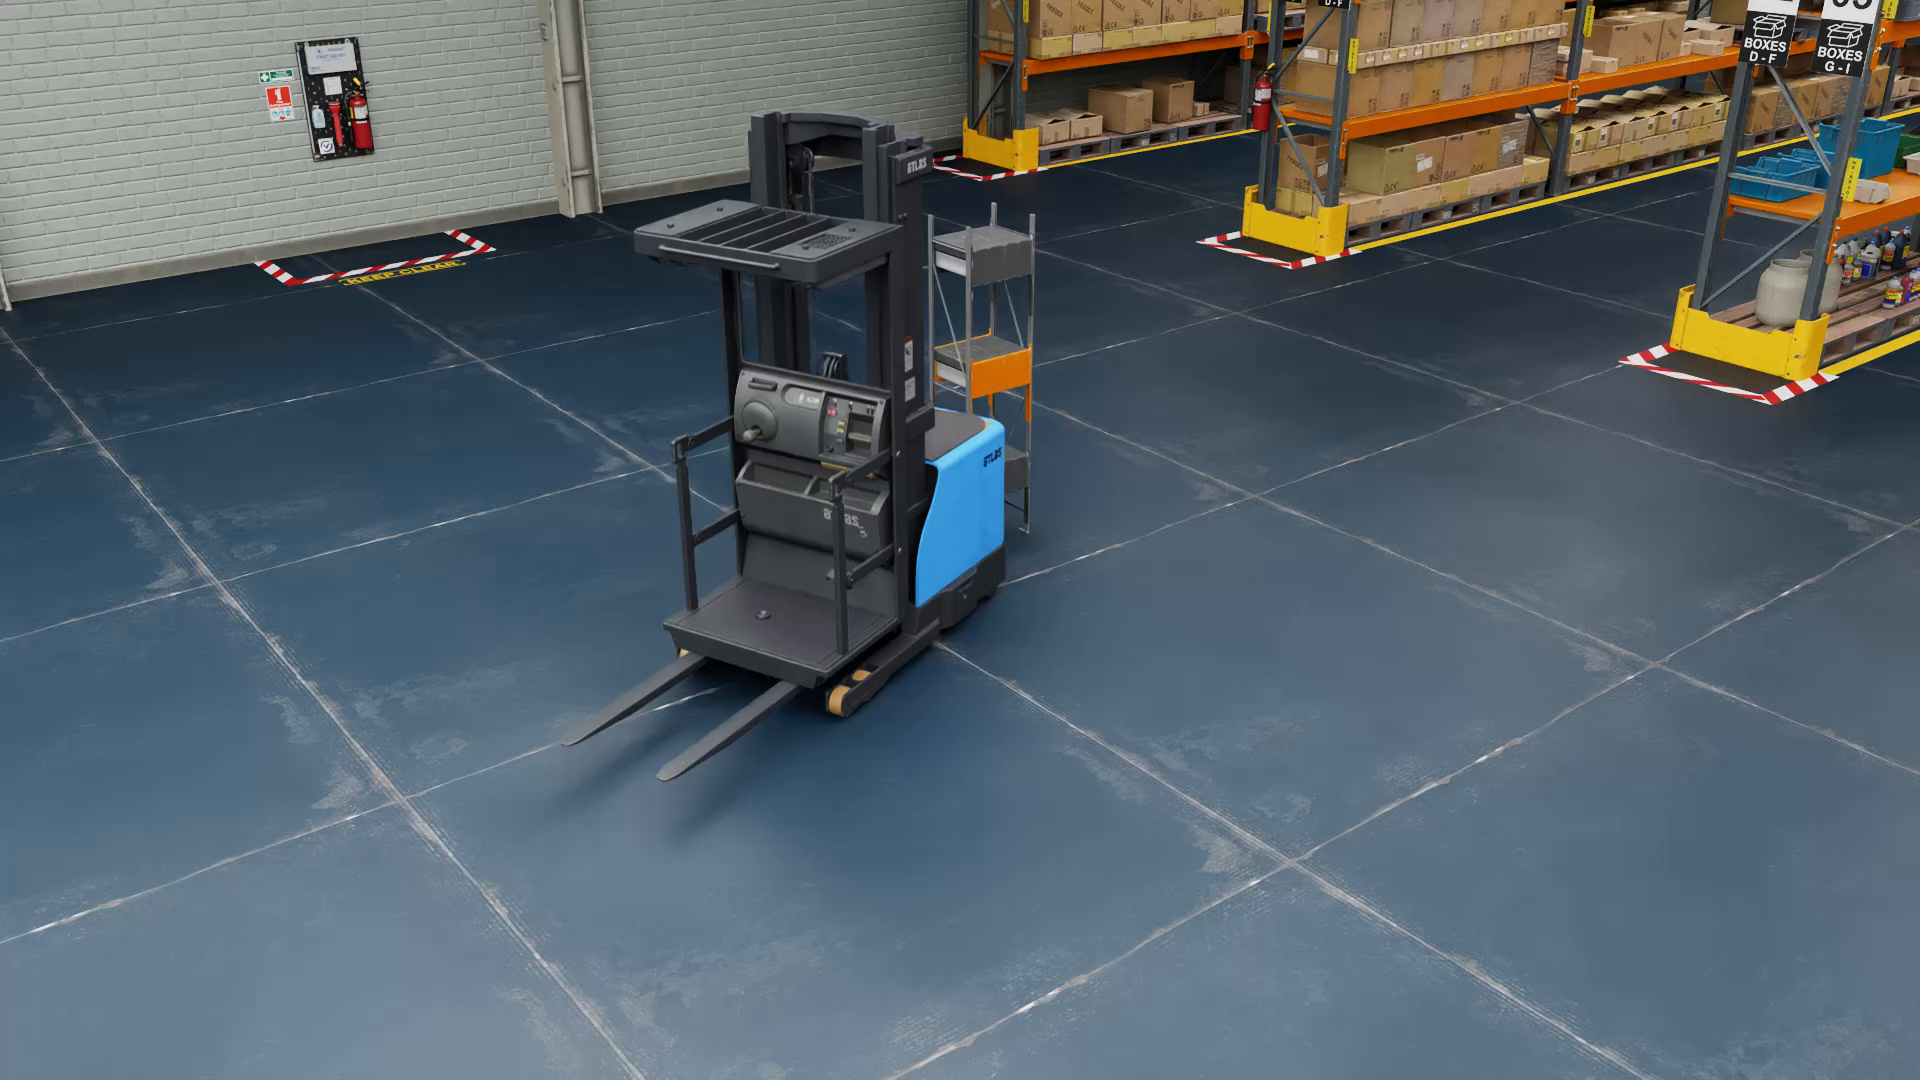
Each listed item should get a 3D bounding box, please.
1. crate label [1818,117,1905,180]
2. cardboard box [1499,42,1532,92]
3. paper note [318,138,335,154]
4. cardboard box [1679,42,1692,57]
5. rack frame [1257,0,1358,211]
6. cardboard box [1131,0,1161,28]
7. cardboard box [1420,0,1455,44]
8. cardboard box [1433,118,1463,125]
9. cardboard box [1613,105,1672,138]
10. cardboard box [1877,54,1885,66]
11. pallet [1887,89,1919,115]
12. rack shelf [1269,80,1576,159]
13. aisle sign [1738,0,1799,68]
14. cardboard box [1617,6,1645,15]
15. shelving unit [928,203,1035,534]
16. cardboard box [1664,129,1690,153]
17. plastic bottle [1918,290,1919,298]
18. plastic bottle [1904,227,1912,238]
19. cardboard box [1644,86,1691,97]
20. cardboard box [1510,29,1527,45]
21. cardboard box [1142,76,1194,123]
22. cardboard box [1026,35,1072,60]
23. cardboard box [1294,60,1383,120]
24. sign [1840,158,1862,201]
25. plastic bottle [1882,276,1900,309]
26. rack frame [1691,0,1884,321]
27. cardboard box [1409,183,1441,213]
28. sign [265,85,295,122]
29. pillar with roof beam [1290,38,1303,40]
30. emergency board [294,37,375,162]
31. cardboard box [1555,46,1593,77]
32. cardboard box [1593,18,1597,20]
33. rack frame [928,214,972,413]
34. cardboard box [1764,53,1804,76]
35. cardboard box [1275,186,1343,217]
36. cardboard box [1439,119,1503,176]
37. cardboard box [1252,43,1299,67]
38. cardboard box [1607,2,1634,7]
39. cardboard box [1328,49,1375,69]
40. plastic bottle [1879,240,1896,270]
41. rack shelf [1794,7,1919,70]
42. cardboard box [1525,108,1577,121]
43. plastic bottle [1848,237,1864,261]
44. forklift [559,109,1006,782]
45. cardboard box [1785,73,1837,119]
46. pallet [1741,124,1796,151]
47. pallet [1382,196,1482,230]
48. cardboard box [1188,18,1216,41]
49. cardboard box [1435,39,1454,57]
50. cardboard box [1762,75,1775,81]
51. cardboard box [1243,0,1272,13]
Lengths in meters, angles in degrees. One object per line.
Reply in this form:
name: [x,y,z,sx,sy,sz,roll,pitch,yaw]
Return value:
crate label: [7.841,-3.431,14.538,0.616,0.435,0.502,-18,31,-34]
cardboard box: [5.897,-5.317,18.525,0.500,0.500,0.700,-19,31,-35]
paper note: [-6.408,-3.987,16.825,0.142,0.148,0.016,-18,31,-34]
cardboard box: [8.833,-6.104,20.637,0.250,0.149,0.380,-16,29,-30]
rack frame: [3.506,-4.489,16.860,0.127,3.000,1.000,-18,31,-34]
cardboard box: [2.212,-6.830,21.168,0.500,0.500,0.500,-17,30,-32]
cardboard box: [4.730,-5.524,17.429,0.500,0.500,0.700,-18,30,-34]
cardboard box: [5.309,-4.535,18.836,0.500,0.500,0.500,-18,31,-34]
cardboard box: [8.342,-5.151,20.386,0.500,0.311,0.500,-17,30,-33]
cardboard box: [13.222,-6.914,24.532,0.500,0.500,0.500,-18,31,-34]
pallet: [13.490,-6.520,24.548,1.213,0.211,1.003,-18,31,-34]
rack shelf: [5.080,-4.683,18.131,4.000,0.370,1.077,-18,31,-34]
aisle sign: [6.320,-4.106,12.947,0.004,0.787,0.394,-18,31,-34]
cardboard box: [11.334,-8.922,28.111,0.250,0.149,0.380,-19,31,-35]
shelving unit: [0.130,-0.995,10.401,0.503,2.100,0.431,-18,31,-34]
cardboard box: [8.737,-5.029,20.789,0.500,0.250,0.500,-17,30,-33]
plastic bottle: [8.605,-2.286,14.915,0.097,0.201,0.097,0,25,0]
plastic bottle: [9.186,-2.911,16.178,0.097,0.271,0.097,0,25,0]
cardboard box: [9.208,-5.726,21.627,0.500,0.311,0.500,-17,30,-32]
cardboard box: [5.966,-5.525,18.203,0.250,0.149,0.380,-18,31,-34]
cardboard box: [2.802,-5.951,22.457,0.500,0.500,0.500,-21,32,-38]
cardboard box: [1.026,-6.092,20.468,0.500,0.250,0.500,-19,31,-35]
cardboard box: [3.881,-4.652,17.091,0.500,0.500,0.700,-18,31,-34]
sign: [6.896,-2.790,12.869,0.005,0.325,0.100,-18,31,-34]
plastic bottle: [8.179,-2.177,14.597,0.097,0.271,0.097,0,25,0]
rack frame: [6.560,-2.848,13.322,0.127,3.000,1.000,-18,31,-34]
cardboard box: [4.850,-3.759,18.054,0.500,0.250,0.500,-18,31,-34]
sign: [-6.725,-4.317,16.446,0.234,0.329,0.001,-18,31,-34]
pillar with roof beam: [7.842,-9.452,20.426,0.400,9.000,9.100,-18,31,-34]
emergency board: [-6.226,-4.410,16.689,0.643,1.169,0.194,-18,31,-34]
cardboard box: [7.014,-5.603,19.437,0.500,0.250,0.500,-16,29,-31]
cardboard box: [10.541,-8.464,27.894,0.500,0.500,0.700,-18,30,-33]
rack frame: [-0.062,-0.932,10.264,0.015,2.100,0.400,-18,31,-34]
cardboard box: [11.237,-6.577,22.915,0.500,0.250,0.500,-19,31,-35]
cardboard box: [3.746,-3.670,17.862,0.500,0.250,0.500,-18,31,-34]
cardboard box: [5.632,-4.362,18.462,0.500,0.500,0.500,-18,31,-34]
cardboard box: [4.508,-6.887,23.581,0.500,0.250,0.500,-19,31,-35]
cardboard box: [11.327,-9.125,28.548,0.250,0.149,0.380,-19,31,-35]
cardboard box: [3.948,-4.860,16.769,0.250,0.149,0.380,-19,31,-34]
plastic bottle: [8.777,-2.699,15.720,0.097,0.271,0.097,0,25,0]
rack shelf: [8.134,-4.401,13.962,4.000,0.370,1.077,-18,31,-34]
cardboard box: [7.201,-5.064,20.198,0.500,0.311,0.500,-17,30,-33]
plastic bottle: [8.333,-2.653,15.527,0.185,0.351,0.144,-19,31,-34]
forklift: [-0.902,-0.619,8.602,1.130,2.935,3.031,14,28,27]
cardboard box: [11.550,-6.061,22.692,0.500,0.500,0.500,-19,31,-36]
pallet: [10.412,-5.484,22.316,1.213,0.211,1.003,-18,31,-34]
pallet: [5.042,-3.752,18.584,1.213,0.211,1.003,-18,31,-34]
cardboard box: [3.011,-6.759,21.906,0.500,0.250,0.500,-18,30,-34]
cardboard box: [4.960,-5.195,17.491,0.250,0.149,0.380,-19,31,-35]
cardboard box: [10.800,-6.088,22.752,0.500,0.500,0.500,-20,31,-36]
cardboard box: [4.016,-7.534,22.780,0.500,0.500,0.700,-18,30,-34]
